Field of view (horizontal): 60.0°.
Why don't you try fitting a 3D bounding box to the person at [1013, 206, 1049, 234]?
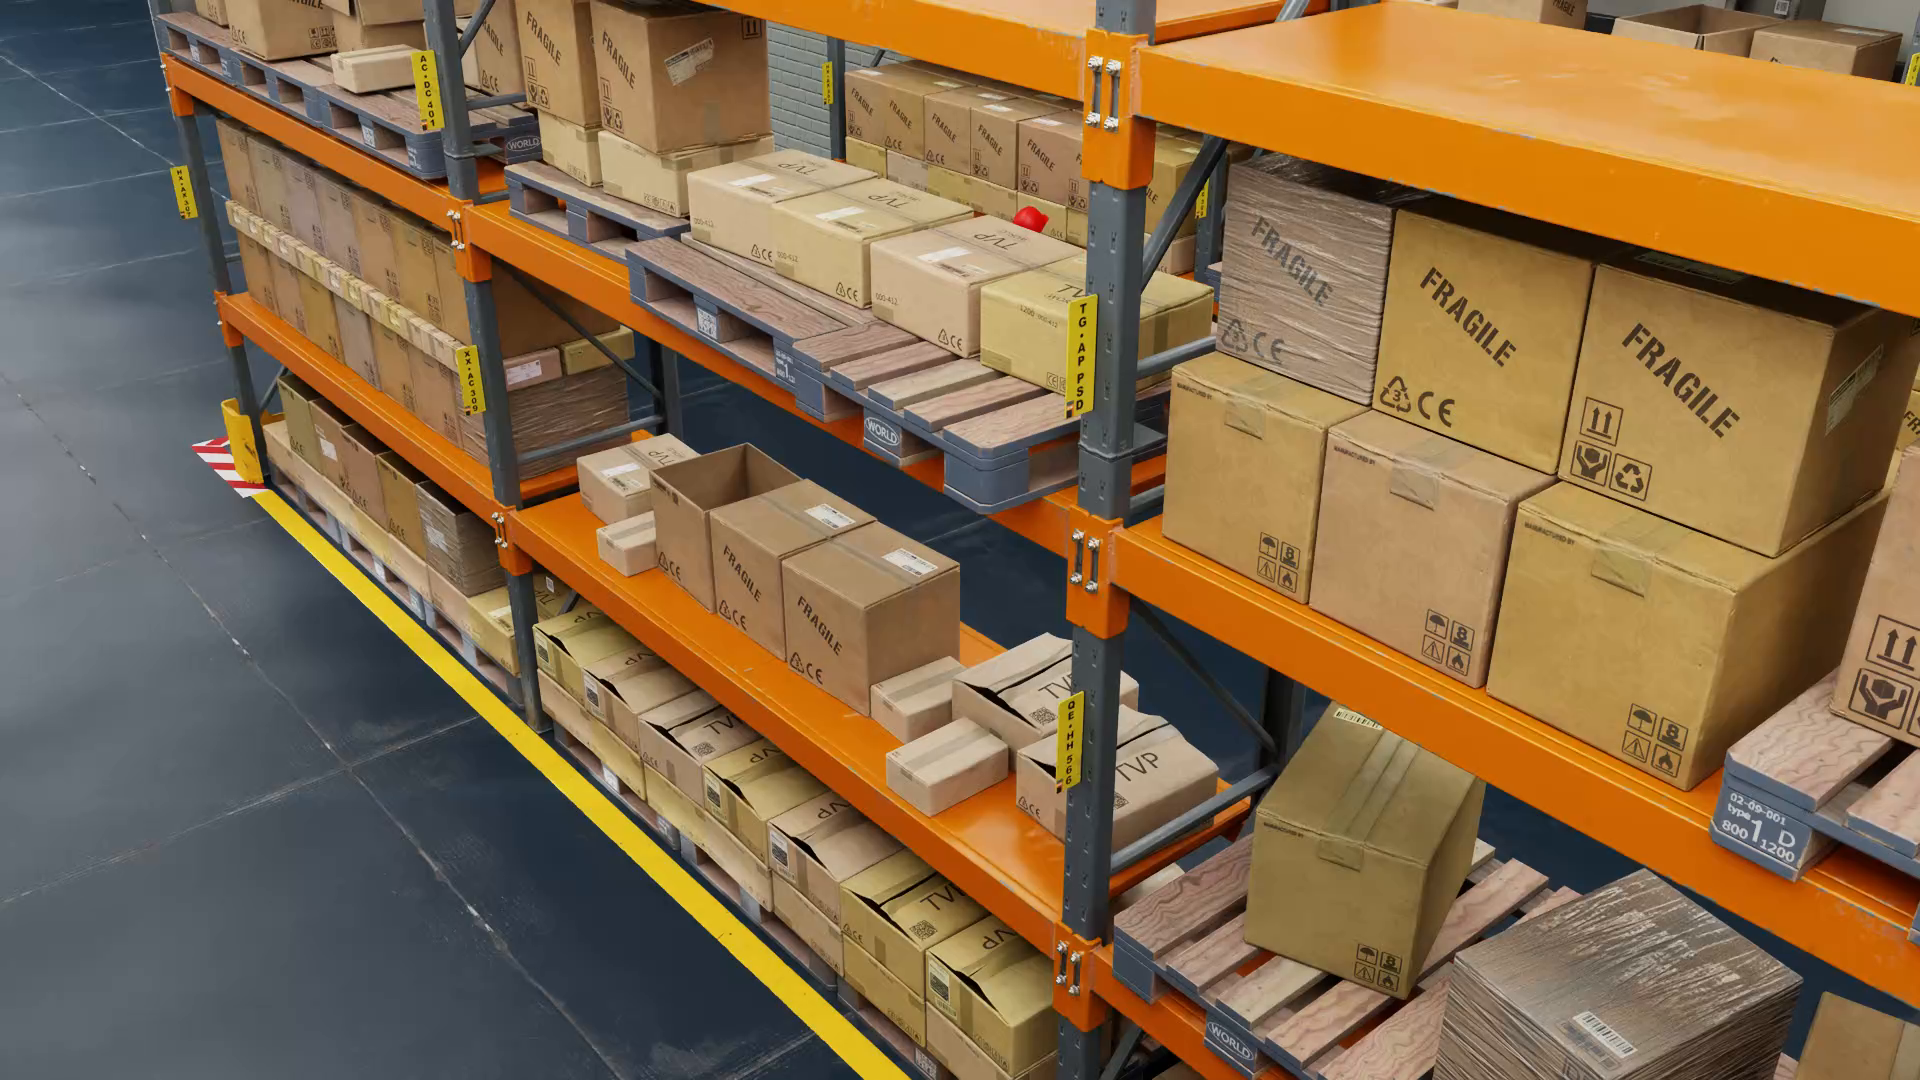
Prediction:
[{"bbox_3d":[0.462,-1.372,11.176,0.548,1.794,0.359,12,30,21],"label":"person"}]
